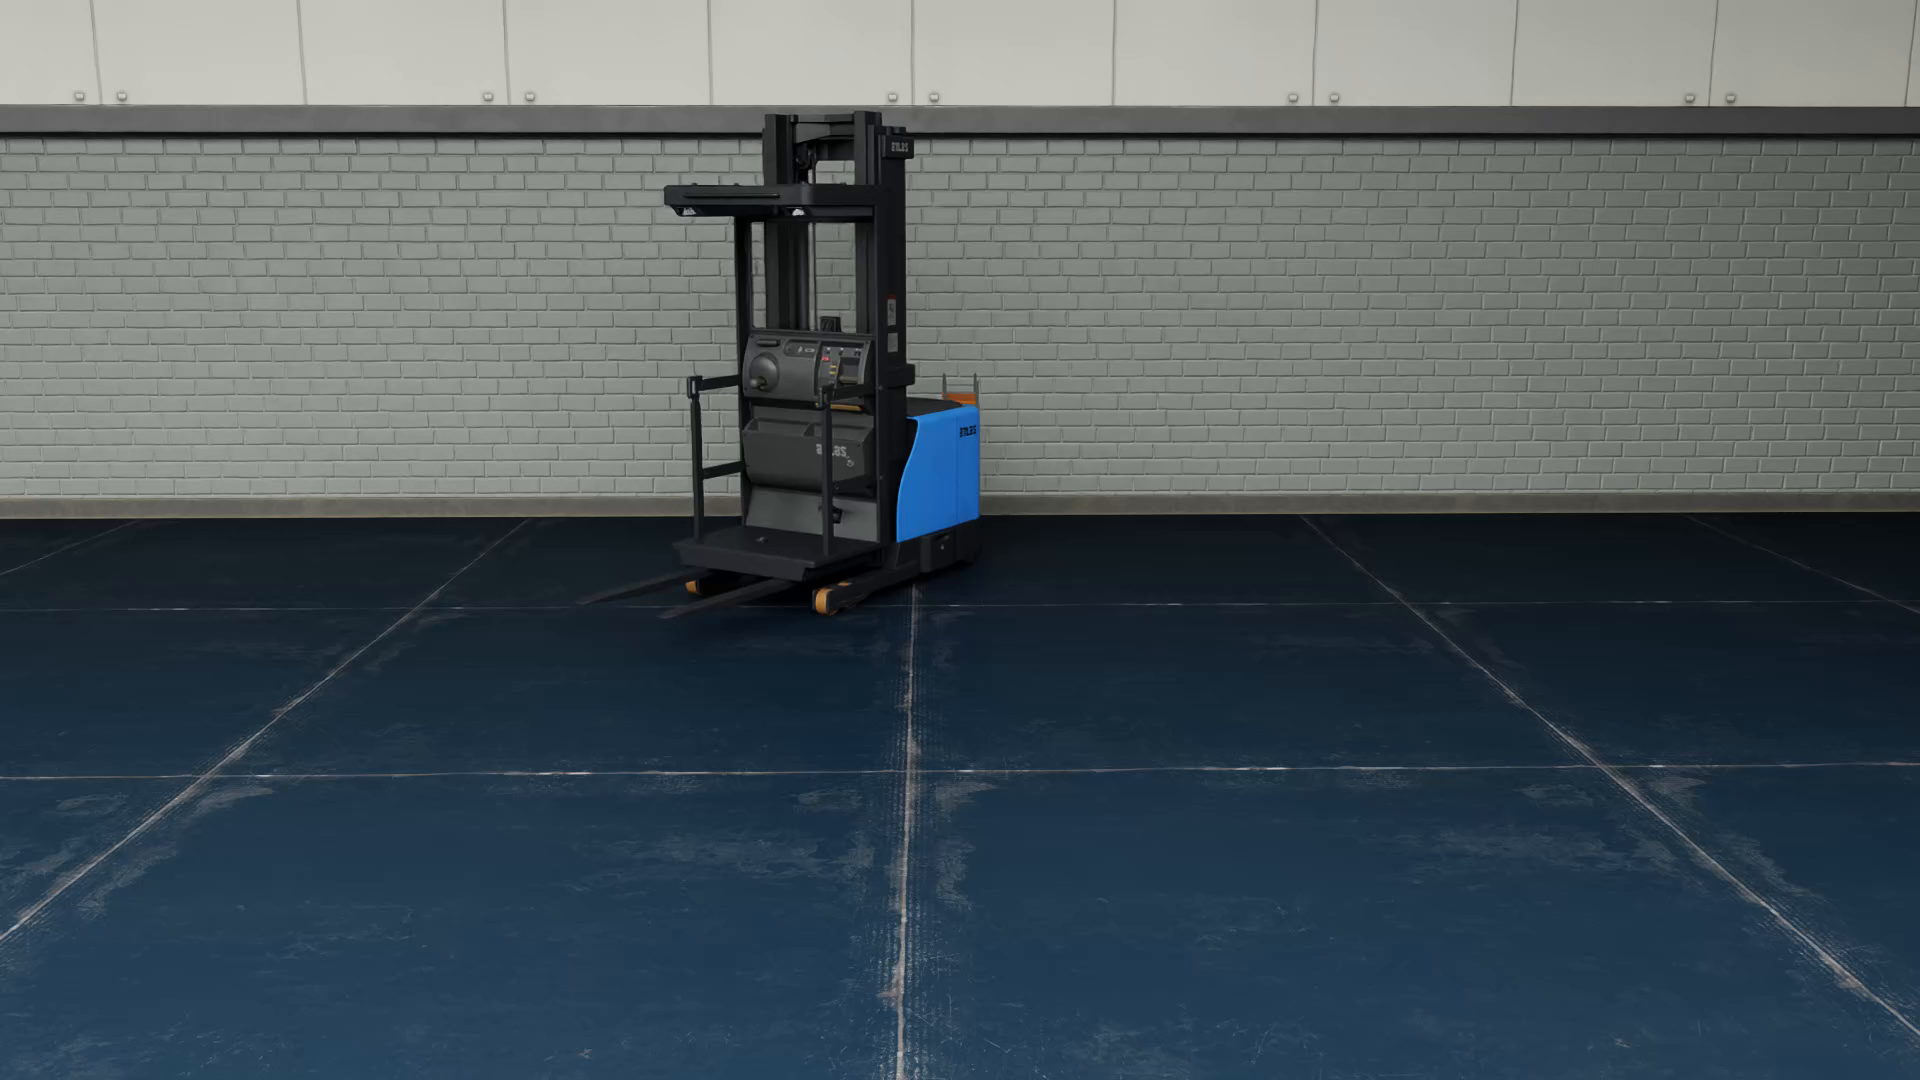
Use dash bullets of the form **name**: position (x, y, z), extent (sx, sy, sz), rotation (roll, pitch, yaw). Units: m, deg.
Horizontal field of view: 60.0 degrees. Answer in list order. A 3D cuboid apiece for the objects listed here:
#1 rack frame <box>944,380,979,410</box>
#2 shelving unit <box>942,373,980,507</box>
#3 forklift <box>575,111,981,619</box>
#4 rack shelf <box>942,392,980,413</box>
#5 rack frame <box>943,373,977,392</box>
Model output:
- **rack frame**: position (0.008, -0.507, 11.539), extent (0.240, 1.200, 0.015), rotation (0, 11, -1)
- **shelving unit**: position (0.003, -0.555, 11.778), extent (0.258, 1.200, 0.503), rotation (0, 11, -1)
- **forklift**: position (-1.058, -1.092, 10.071), extent (1.130, 2.935, 3.031), rotation (7, 13, 31)
- **rack shelf**: position (0.003, -0.940, 11.699), extent (0.258, 0.148, 0.480), rotation (0, 11, -1)
- **rack frame**: position (-0.002, -0.604, 12.017), extent (0.240, 1.200, 0.015), rotation (0, 11, -1)
